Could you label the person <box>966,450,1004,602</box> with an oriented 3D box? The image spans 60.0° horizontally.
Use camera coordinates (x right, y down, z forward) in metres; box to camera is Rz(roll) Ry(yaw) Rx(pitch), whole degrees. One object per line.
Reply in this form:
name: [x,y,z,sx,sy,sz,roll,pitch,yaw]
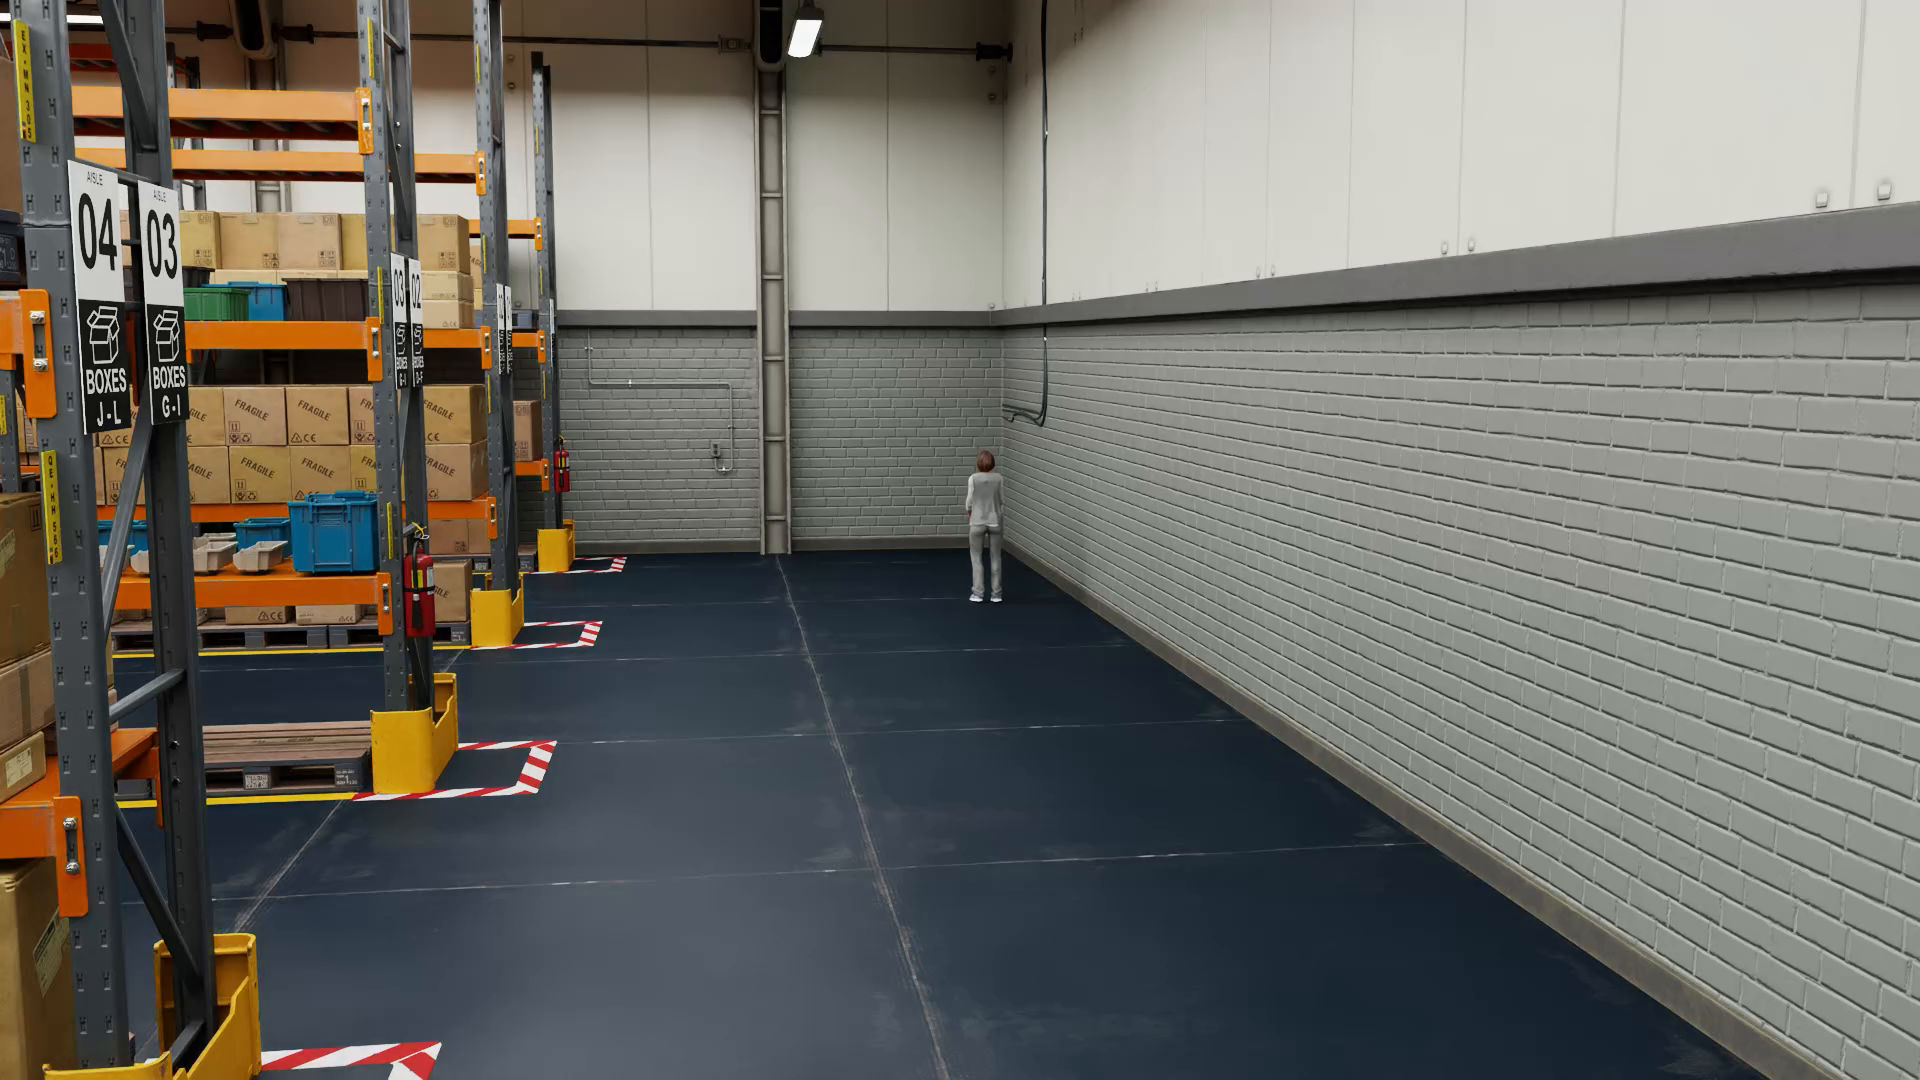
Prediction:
person: [0.258,-0.152,17.340,0.405,1.589,0.498,-1,7,-8]
